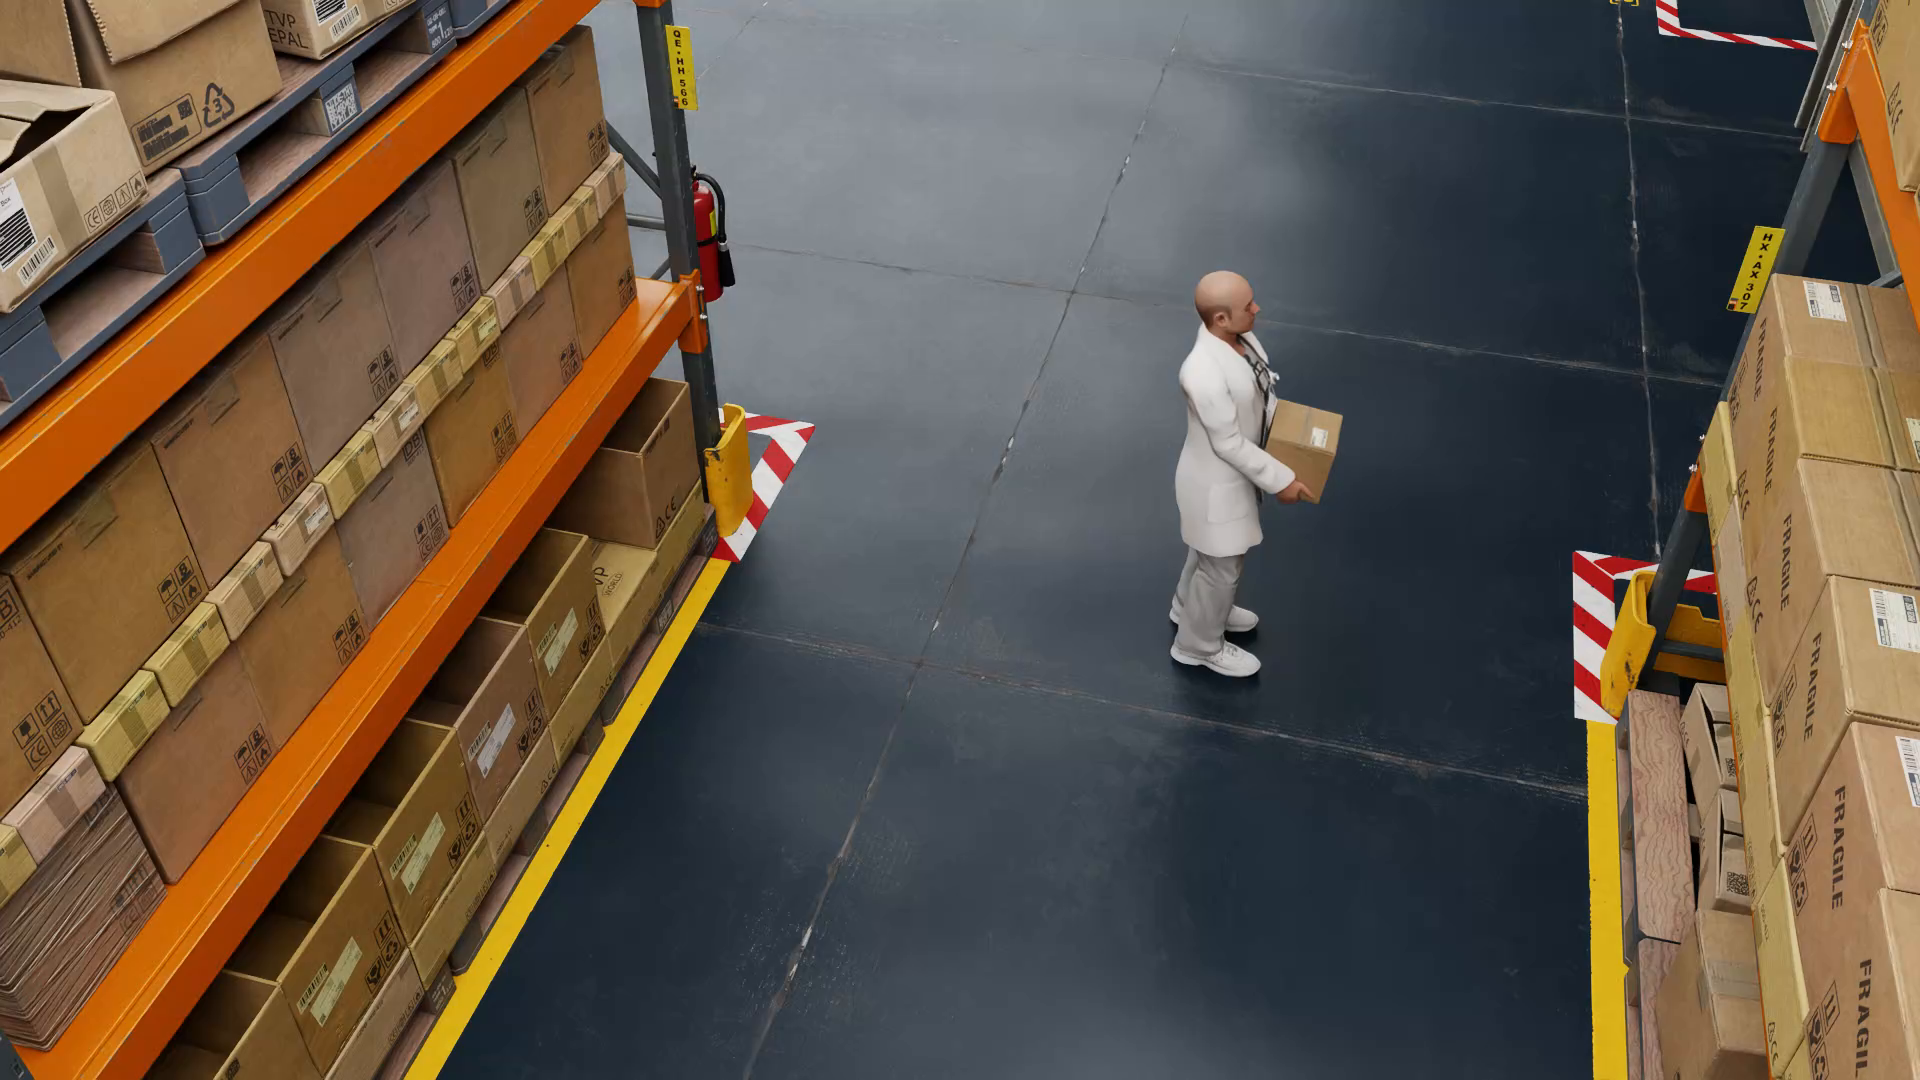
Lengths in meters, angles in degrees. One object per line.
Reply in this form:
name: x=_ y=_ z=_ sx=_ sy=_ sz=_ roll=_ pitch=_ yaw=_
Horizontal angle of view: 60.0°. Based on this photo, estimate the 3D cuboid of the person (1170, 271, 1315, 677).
person: x=1.105 y=-0.235 z=6.450 sx=0.554 sy=1.771 sz=0.529 roll=11 pitch=42 yaw=12
